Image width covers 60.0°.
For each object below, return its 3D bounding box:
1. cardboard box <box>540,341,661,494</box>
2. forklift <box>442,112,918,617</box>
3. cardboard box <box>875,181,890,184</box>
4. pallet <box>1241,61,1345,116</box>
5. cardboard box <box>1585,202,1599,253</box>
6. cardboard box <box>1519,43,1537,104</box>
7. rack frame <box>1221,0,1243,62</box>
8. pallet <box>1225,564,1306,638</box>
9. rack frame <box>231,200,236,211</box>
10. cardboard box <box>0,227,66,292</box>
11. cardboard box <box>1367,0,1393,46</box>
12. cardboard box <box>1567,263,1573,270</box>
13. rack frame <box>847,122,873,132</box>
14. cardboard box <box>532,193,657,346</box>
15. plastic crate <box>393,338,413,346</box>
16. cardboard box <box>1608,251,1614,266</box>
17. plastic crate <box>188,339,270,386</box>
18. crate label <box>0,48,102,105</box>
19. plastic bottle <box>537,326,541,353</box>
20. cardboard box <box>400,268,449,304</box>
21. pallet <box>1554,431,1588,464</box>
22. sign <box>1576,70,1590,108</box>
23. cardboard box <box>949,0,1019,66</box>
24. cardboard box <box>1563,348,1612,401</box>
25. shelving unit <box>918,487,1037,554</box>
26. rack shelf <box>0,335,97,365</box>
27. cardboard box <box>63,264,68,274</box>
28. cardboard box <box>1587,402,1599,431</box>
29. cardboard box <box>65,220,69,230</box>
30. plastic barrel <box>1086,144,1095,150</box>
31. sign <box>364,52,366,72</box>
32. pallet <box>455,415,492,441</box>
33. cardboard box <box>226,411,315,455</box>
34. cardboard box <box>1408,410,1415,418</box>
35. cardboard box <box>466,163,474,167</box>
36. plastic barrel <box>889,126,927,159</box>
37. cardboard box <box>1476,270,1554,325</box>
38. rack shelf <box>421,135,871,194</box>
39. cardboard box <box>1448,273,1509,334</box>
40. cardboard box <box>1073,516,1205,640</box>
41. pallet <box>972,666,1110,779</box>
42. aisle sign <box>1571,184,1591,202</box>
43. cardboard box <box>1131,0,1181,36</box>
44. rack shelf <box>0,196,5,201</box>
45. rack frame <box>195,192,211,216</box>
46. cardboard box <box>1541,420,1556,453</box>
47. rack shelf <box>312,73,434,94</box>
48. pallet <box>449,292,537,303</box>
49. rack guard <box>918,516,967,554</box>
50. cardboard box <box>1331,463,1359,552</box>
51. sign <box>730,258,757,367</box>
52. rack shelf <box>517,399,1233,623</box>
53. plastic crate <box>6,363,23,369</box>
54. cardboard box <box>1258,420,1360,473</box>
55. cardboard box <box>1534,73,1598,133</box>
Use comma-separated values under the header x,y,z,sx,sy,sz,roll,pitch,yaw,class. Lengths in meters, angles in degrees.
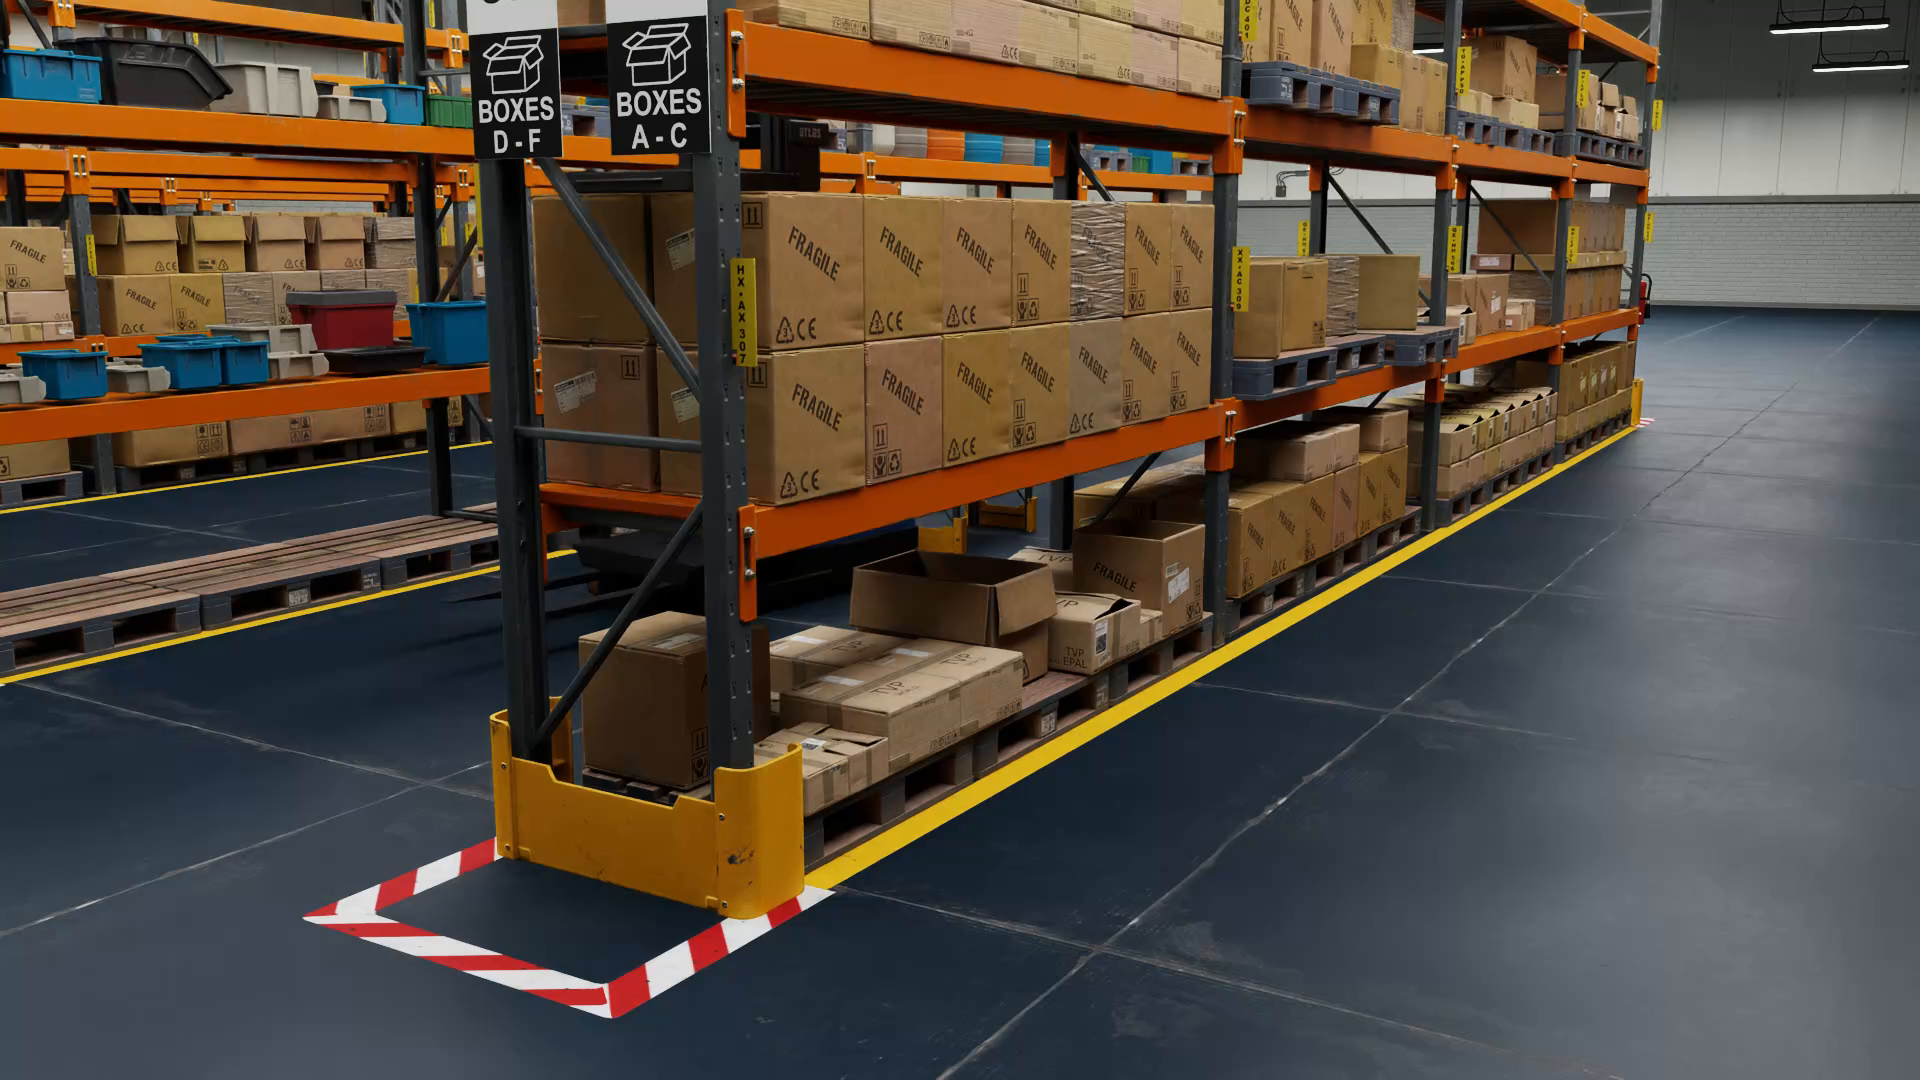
x,y,z,sx,sy,sz,roll,pitch,yaw,class
-1.126,-0.465,5.930,0.500,0.500,0.500,7,13,32,cardboard box
-1.579,-1.076,9.651,1.130,2.935,3.031,8,13,38,forklift
-1.317,-5.084,23.127,0.500,0.250,0.500,7,13,32,cardboard box
1.349,-2.427,9.038,1.213,0.211,1.003,6,12,31,pallet
6.111,-3.201,17.017,0.700,0.500,0.500,6,12,31,cardboard box
4.750,-4.089,14.637,0.500,0.500,0.500,7,12,31,cardboard box
0.951,-3.897,8.233,1.000,3.000,0.127,6,12,31,rack frame
1.341,0.290,9.744,1.003,0.211,1.213,6,12,31,pallet
-13.998,-5.203,31.511,1.000,3.000,0.127,6,12,31,rack frame
-7.524,-2.239,13.238,0.500,0.500,0.500,7,13,32,cardboard box
2.531,-3.445,10.976,0.500,0.500,0.500,6,12,31,cardboard box
5.672,-2.679,15.992,0.380,0.149,0.250,6,12,29,cardboard box
-1.204,-5.000,14.124,1.000,3.000,0.127,6,12,31,rack frame
-1.130,-0.956,5.837,0.500,0.500,0.500,6,12,30,cardboard box
-3.644,-1.263,11.016,0.396,0.136,0.243,6,12,31,plastic crate
6.746,-3.005,17.733,0.380,0.149,0.250,7,12,31,cardboard box
-4.108,-1.002,9.363,0.416,0.233,0.300,6,12,31,plastic crate
-4.602,-2.309,8.303,0.408,0.251,0.502,6,12,31,crate label
-3.046,-1.466,12.089,0.097,0.201,0.097,0,11,0,plastic bottle
-5.481,-2.473,16.653,0.500,0.500,0.500,7,13,32,cardboard box
5.553,-0.957,16.408,1.003,0.211,1.213,6,12,31,pallet
5.573,-4.040,14.884,0.100,0.325,0.005,6,12,31,sign
-0.113,-1.933,6.298,0.500,0.250,0.500,6,12,31,cardboard box
6.390,-1.709,17.142,0.500,0.500,0.500,6,12,31,cardboard box
0.040,-0.749,11.795,0.587,1.500,1.083,6,12,31,shelving unit
-8.552,-1.228,12.229,1.077,0.370,4.000,6,12,31,rack shelf
-10.024,-2.960,18.264,0.380,0.149,0.250,6,12,30,cardboard box
6.132,-1.262,16.789,0.500,0.250,0.500,6,12,31,cardboard box
-12.853,-4.600,24.306,0.380,0.149,0.250,7,13,34,cardboard box
1.264,-4.465,17.973,0.421,0.512,0.421,0,11,0,plastic barrel
-10.217,-8.228,28.613,0.100,0.325,0.005,6,12,31,sign
-5.030,-1.277,18.116,1.003,0.211,1.213,6,12,31,pallet
-6.735,-1.301,15.299,1.225,0.875,0.875,6,12,29,cardboard box
3.353,-0.897,13.313,0.500,0.311,0.500,6,12,30,cardboard box
-4.976,-3.975,17.206,0.500,0.250,0.500,7,12,32,cardboard box
-0.592,-3.881,14.933,0.600,0.901,0.600,0,11,0,plastic barrel
5.329,-2.326,15.872,0.700,0.500,0.500,6,12,29,cardboard box
-2.242,-2.858,12.786,1.077,0.370,4.000,6,12,31,rack shelf
4.418,-2.054,14.417,0.500,0.500,0.500,7,13,35,cardboard box
0.898,0.180,8.351,0.500,0.500,0.500,6,12,31,cardboard box
-0.039,0.723,7.436,1.003,0.211,1.213,6,12,31,pallet
6.953,-4.153,18.838,0.394,0.787,0.004,6,12,31,aisle sign
0.668,-2.414,7.511,0.500,0.250,0.500,6,12,31,cardboard box
-17.113,-5.380,26.261,1.077,0.370,4.000,6,12,31,rack shelf
-11.830,-4.101,25.621,1.000,3.000,0.127,6,12,31,rack frame
5.137,-0.969,15.223,0.500,0.250,0.500,6,12,30,cardboard box
-8.585,-5.728,21.050,1.077,0.370,4.000,6,12,31,rack shelf
-5.158,-2.553,17.874,1.213,0.211,1.003,6,12,31,pallet
-0.219,-0.057,11.491,0.587,0.250,0.087,6,12,31,rack guard
2.207,-0.231,10.550,0.500,0.500,0.500,6,12,29,cardboard box
-0.662,-0.693,5.068,0.100,0.325,0.005,6,12,31,sign
-0.087,-0.281,7.171,1.077,0.370,4.000,6,12,31,rack shelf
-4.926,-0.883,8.987,0.396,0.136,0.243,6,12,31,plastic crate
2.189,-0.594,10.449,0.500,0.250,0.500,6,12,30,cardboard box
5.591,-4.060,15.457,0.500,0.500,0.500,8,13,35,cardboard box
